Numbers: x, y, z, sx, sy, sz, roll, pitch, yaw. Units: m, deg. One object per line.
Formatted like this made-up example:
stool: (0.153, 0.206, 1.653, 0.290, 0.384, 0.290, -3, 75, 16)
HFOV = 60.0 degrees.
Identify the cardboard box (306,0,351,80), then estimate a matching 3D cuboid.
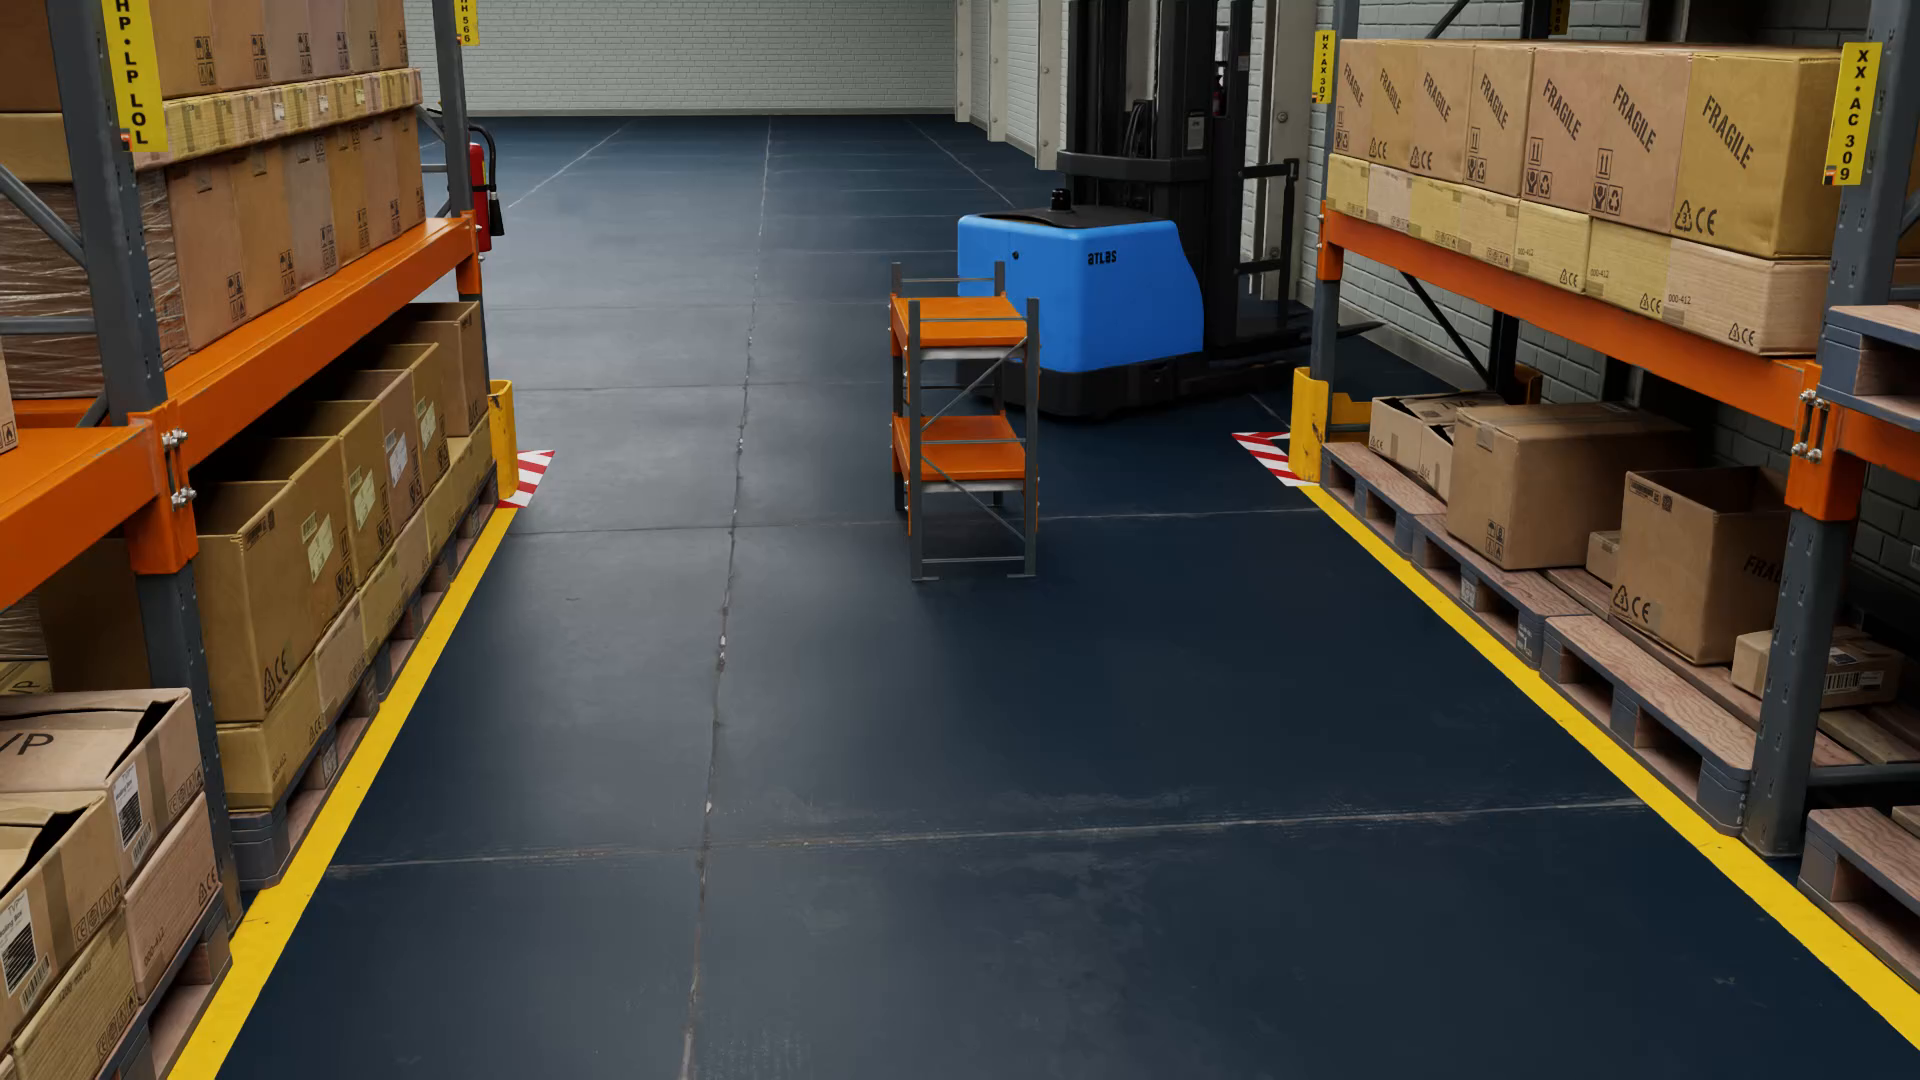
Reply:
cardboard box: (-2.544, -1.849, 5.728, 0.700, 0.500, 0.500, -2, 18, -5)

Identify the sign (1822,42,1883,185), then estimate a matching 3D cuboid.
sign: (2.103, -1.001, 3.913, 0.100, 0.325, 0.005, -2, 18, -6)

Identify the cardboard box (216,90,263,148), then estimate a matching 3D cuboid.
cardboard box: (-2.227, -1.201, 4.744, 0.380, 0.149, 0.250, -2, 18, -7)

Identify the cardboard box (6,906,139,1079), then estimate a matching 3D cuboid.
cardboard box: (-1.904, 0.924, 3.116, 0.500, 0.250, 0.500, -2, 18, -6)

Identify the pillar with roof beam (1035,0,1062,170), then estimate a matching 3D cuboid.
pillar with roof beam: (-2.977, -9.709, 23.080, 9.100, 9.000, 0.400, -2, 18, -6)

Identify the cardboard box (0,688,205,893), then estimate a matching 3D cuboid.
cardboard box: (-1.958, 0.503, 3.521, 0.500, 0.311, 0.500, -2, 18, -6)

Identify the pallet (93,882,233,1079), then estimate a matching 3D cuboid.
pallet: (-2.170, 1.096, 3.335, 1.003, 0.211, 1.213, -2, 18, -6)

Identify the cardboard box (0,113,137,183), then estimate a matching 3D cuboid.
cardboard box: (-2.120, -0.896, 3.774, 0.380, 0.149, 0.250, -2, 18, -6)

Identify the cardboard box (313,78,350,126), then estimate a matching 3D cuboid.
cardboard box: (-2.334, -1.508, 5.724, 0.380, 0.149, 0.250, -1, 17, -4)

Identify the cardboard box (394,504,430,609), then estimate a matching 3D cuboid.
cardboard box: (-2.182, 0.064, 5.855, 0.500, 0.250, 0.500, -2, 18, -6)

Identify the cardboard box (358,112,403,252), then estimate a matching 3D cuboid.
cardboard box: (-2.603, -1.397, 6.451, 0.700, 0.500, 0.500, -1, 17, -4)

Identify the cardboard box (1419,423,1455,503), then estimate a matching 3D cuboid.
cardboard box: (2.270, -0.347, 7.030, 0.500, 0.311, 0.500, 0, 17, -1)

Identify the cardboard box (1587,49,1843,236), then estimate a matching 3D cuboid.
cardboard box: (2.228, -1.183, 4.902, 0.500, 0.500, 0.500, -2, 18, -6)

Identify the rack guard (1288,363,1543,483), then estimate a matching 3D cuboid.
rack guard: (2.237, -0.584, 8.202, 1.175, 0.500, 0.348, -2, 18, -6)

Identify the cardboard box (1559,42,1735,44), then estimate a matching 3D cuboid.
cardboard box: (2.589, -1.657, 6.411, 0.500, 0.500, 0.500, -2, 18, -7)

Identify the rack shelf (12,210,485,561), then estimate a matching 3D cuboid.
rack shelf: (-2.492, -0.706, 5.618, 1.077, 0.370, 4.000, -2, 18, -6)

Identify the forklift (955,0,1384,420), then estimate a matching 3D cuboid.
forklift: (1.428, -2.402, 9.936, 3.031, 2.935, 1.130, -14, 22, -38)

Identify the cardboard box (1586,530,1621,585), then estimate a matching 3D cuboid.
cardboard box: (2.497, 0.066, 5.984, 0.380, 0.149, 0.250, -3, 18, -10)

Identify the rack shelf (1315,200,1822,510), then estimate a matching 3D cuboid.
rack shelf: (2.435, -0.860, 6.109, 1.077, 0.370, 4.000, -2, 18, -6)

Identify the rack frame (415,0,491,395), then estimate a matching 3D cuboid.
rack frame: (-2.698, -1.645, 7.408, 1.000, 3.000, 0.127, -2, 18, -6)

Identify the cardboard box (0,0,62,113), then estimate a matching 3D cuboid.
cardboard box: (-2.337, -1.252, 3.823, 0.700, 0.500, 0.500, -2, 18, -5)

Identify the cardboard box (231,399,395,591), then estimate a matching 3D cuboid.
cardboard box: (-2.125, -0.145, 5.269, 0.500, 0.500, 0.500, -2, 18, -6)

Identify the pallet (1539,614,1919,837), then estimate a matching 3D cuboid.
pallet: (2.537, 0.524, 5.155, 1.003, 0.211, 1.213, -2, 18, -6)

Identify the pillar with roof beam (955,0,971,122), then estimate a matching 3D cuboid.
pillar with roof beam: (-4.215, -13.284, 34.468, 9.100, 9.000, 0.400, -2, 18, -6)

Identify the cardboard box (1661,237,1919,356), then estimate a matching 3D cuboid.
cardboard box: (2.291, -0.677, 4.542, 0.500, 0.250, 0.500, -2, 18, -6)

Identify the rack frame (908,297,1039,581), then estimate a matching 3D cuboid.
rack frame: (0.053, -0.383, 6.520, 0.500, 1.125, 0.032, -2, 18, -6)

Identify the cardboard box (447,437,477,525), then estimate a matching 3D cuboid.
cardboard box: (-2.285, -0.234, 6.804, 0.500, 0.250, 0.500, -2, 18, -6)

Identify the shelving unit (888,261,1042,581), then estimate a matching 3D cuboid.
shelving unit: (0.001, -0.535, 7.002, 0.538, 1.125, 1.048, -2, 18, -6)

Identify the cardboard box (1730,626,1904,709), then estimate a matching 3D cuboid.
cardboard box: (2.557, 0.376, 4.966, 0.380, 0.166, 0.250, -4, 18, -13)

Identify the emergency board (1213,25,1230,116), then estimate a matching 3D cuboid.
emergency board: (2.326, -4.142, 15.363, 0.194, 1.169, 0.643, -2, 18, -6)

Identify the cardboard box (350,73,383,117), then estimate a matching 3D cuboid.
cardboard box: (-2.390, -1.665, 6.222, 0.380, 0.149, 0.250, -2, 17, -5)

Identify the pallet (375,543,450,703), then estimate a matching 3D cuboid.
pallet: (-2.455, 0.275, 5.949, 1.003, 0.211, 1.213, -2, 18, -6)

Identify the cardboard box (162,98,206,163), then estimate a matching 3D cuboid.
cardboard box: (-2.175, -1.048, 4.257, 0.380, 0.149, 0.250, -2, 18, -7)

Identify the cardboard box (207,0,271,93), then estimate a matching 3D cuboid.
cardboard box: (-2.442, -1.551, 4.778, 0.700, 0.500, 0.500, -2, 18, -6)

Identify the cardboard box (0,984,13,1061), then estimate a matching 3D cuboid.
cardboard box: (-1.849, 0.806, 2.554, 0.500, 0.311, 0.500, -2, 18, -6)

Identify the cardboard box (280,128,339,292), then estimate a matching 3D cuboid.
cardboard box: (-2.500, -1.092, 5.480, 0.700, 0.500, 0.500, -1, 17, -4)

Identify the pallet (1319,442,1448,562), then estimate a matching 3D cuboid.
pallet: (2.286, -0.203, 7.470, 1.003, 0.211, 1.213, -2, 18, -6)

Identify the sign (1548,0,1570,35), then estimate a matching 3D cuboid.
sign: (2.783, -2.513, 7.714, 0.100, 0.325, 0.005, -2, 18, -6)

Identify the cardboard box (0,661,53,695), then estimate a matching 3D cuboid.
cardboard box: (-2.550, 0.527, 4.380, 0.500, 0.250, 0.500, -2, 18, -6)

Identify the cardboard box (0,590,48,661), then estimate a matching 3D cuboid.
cardboard box: (-2.590, 0.020, 4.743, 0.500, 0.500, 0.500, -2, 18, -6)

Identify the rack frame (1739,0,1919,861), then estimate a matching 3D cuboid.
rack frame: (2.642, -0.607, 4.103, 1.000, 3.000, 0.127, -2, 18, -6)

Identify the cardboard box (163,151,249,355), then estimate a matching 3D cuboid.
cardboard box: (-2.398, -0.790, 4.518, 0.700, 0.500, 0.500, -2, 18, -6)

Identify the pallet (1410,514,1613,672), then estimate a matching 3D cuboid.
pallet: (2.408, 0.160, 6.315, 1.003, 0.211, 1.213, -2, 18, -6)

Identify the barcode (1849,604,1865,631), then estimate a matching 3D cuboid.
barcode: (2.852, 0.247, 5.290, 0.001, 0.075, 0.075, -2, 18, -6)

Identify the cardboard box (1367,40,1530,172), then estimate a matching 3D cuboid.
cardboard box: (2.020, -1.796, 6.854, 0.500, 0.500, 0.500, -2, 18, -5)

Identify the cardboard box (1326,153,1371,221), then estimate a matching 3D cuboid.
cardboard box: (1.964, -1.582, 7.424, 0.500, 0.250, 0.500, -2, 18, -7)

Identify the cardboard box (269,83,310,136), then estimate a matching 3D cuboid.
cardboard box: (-2.284, -1.358, 5.244, 0.380, 0.149, 0.250, -2, 18, -6)

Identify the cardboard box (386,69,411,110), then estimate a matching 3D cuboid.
cardboard box: (-2.441, -1.816, 6.704, 0.380, 0.149, 0.250, -1, 17, -4)

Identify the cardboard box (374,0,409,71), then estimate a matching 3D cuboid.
cardboard box: (-2.657, -2.156, 6.704, 0.700, 0.500, 0.500, -2, 18, -5)

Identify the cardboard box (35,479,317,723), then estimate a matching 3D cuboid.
cardboard box: (-2.022, 0.153, 4.320, 0.500, 0.500, 0.500, -2, 18, -6)

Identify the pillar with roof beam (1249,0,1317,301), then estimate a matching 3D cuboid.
pillar with roof beam: (-1.739, -6.134, 11.692, 9.100, 9.000, 0.400, -2, 18, -6)

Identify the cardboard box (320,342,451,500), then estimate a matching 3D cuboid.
cardboard box: (-2.229, -0.443, 6.218, 0.500, 0.500, 0.500, -2, 18, -6)

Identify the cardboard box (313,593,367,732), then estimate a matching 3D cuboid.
cardboard box: (-2.078, 0.362, 4.906, 0.500, 0.250, 0.500, -2, 18, -6)

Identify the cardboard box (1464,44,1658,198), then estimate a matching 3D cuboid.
cardboard box: (2.133, -1.488, 5.874, 0.500, 0.500, 0.500, -1, 17, -4)

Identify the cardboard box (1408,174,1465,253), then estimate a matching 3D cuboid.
cardboard box: (2.078, -1.275, 6.449, 0.500, 0.250, 0.500, -2, 18, -7)

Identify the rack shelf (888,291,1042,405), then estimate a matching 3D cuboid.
rack shelf: (0.001, -0.814, 6.915, 0.538, 0.278, 1.000, -2, 18, -6)

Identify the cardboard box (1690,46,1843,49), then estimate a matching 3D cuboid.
cardboard box: (2.705, -1.352, 5.442, 0.500, 0.500, 0.500, -1, 17, -4)

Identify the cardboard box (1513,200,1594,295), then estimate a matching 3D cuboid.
cardboard box: (2.181, -0.975, 5.492, 0.500, 0.250, 0.500, -2, 18, -6)
